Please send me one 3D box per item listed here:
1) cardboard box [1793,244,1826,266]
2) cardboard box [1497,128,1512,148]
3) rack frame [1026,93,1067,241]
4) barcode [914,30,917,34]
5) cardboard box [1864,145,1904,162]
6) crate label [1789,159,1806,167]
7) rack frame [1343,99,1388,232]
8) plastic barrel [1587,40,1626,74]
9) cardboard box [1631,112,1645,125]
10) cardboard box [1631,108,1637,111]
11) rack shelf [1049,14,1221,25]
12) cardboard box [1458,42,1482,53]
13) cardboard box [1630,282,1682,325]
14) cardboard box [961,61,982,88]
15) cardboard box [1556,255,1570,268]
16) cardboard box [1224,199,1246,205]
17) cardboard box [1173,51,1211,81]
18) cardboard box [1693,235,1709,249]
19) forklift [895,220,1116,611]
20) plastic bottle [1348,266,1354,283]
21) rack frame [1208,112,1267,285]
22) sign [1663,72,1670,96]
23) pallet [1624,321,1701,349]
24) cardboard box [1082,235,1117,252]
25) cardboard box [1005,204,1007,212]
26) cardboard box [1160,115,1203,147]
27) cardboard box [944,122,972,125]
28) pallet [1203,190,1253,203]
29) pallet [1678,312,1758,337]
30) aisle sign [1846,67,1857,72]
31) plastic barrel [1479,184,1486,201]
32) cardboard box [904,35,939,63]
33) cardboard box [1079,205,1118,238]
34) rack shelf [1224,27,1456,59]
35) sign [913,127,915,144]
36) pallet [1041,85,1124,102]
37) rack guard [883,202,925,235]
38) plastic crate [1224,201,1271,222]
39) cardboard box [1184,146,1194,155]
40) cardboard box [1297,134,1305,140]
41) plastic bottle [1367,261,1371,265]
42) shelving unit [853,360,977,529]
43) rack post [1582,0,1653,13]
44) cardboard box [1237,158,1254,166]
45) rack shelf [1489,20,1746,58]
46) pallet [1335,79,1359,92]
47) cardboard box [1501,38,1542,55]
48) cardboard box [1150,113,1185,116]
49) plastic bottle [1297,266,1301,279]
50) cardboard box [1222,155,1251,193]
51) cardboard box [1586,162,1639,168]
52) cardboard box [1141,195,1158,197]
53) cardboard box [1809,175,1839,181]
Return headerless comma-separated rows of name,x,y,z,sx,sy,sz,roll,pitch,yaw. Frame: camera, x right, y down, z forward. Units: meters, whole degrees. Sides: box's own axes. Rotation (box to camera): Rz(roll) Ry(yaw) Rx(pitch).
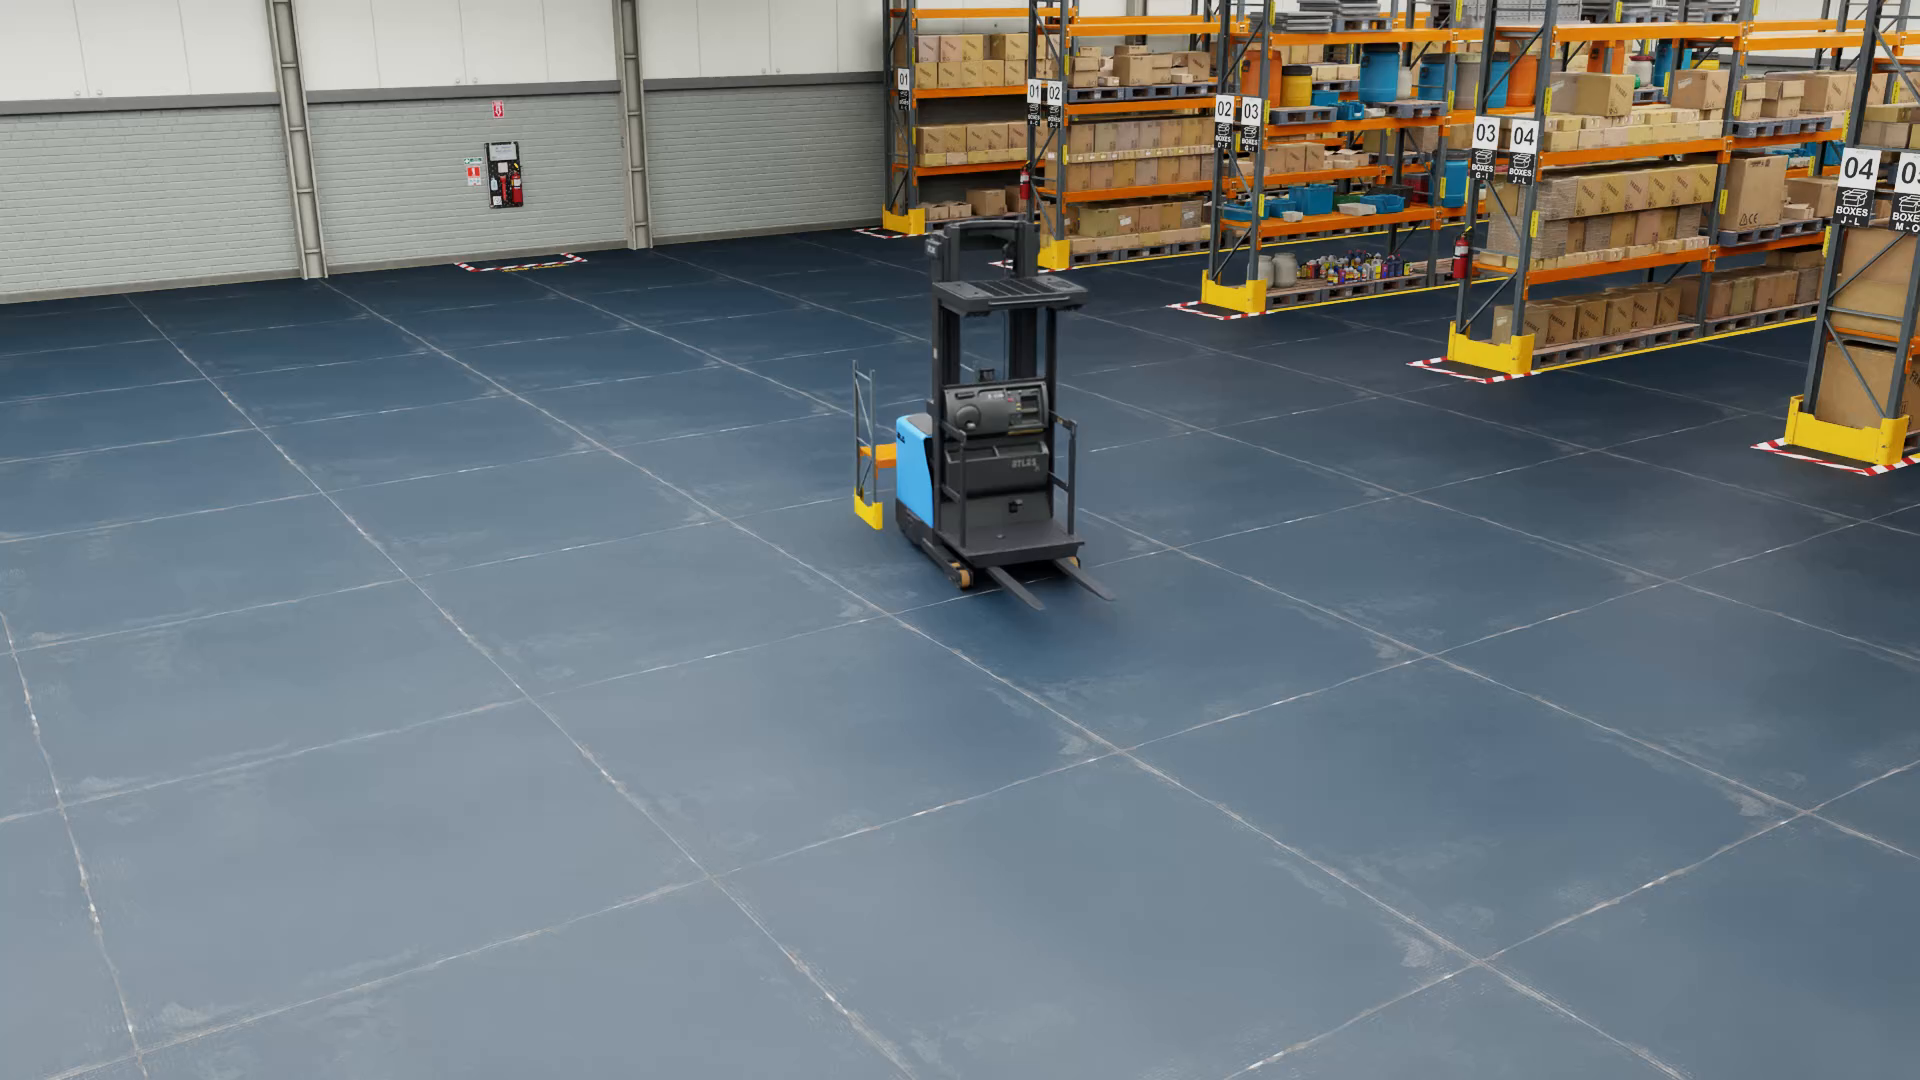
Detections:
cardboard box,13.102,-4.396,25.609,0.500,0.250,0.500,-11,22,-29
cardboard box,7.227,-5.236,21.600,0.500,0.250,0.500,-11,22,-30
rack frame,1.519,-6.384,29.443,0.127,3.000,1.000,-12,22,-31
barcode,-0.891,-10.193,33.374,0.075,0.075,0.001,-12,22,-31
cardboard box,9.699,-4.086,17.545,0.250,0.149,0.380,-12,22,-32
crate label,16.552,-7.485,33.019,0.243,0.136,0.396,-12,22,-31
rack frame,8.200,-7.793,33.612,0.127,3.000,1.000,-12,22,-31
plastic barrel,11.397,-8.390,29.368,0.708,0.830,0.600,-12,22,-31
cardboard box,8.821,-5.585,22.008,0.250,0.149,0.380,-13,23,-33
cardboard box,8.989,-5.816,22.693,0.250,0.149,0.380,-12,22,-32
rack shelf,3.802,-11.077,35.705,4.000,0.370,1.077,-12,22,-31
cardboard box,10.534,-10.019,34.546,0.600,0.600,0.600,-12,22,-32
cardboard box,9.949,-3.393,23.844,0.500,0.500,0.500,-13,22,-33
cardboard box,0.108,-9.355,33.363,0.500,0.500,0.500,-11,21,-29
cardboard box,7.769,-3.680,21.837,0.250,0.149,0.380,-12,22,-31
cardboard box,5.471,-6.492,32.525,0.500,0.311,0.500,-11,22,-30
cardboard box,4.294,-8.804,30.888,0.500,0.500,0.500,-10,21,-27
cardboard box,10.287,-4.202,23.383,0.250,0.149,0.380,-12,22,-31
forklift,0.391,-1.123,13.991,1.130,2.935,3.031,-7,20,-19
plastic bottle,6.295,-4.288,26.818,0.097,0.271,0.097,0,19,0
rack frame,4.240,-5.058,25.523,0.127,3.000,1.000,-12,22,-31
sign,9.996,-6.438,23.499,0.005,0.325,0.100,-12,22,-31
pallet,9.763,-2.989,23.757,1.213,0.211,1.003,-12,22,-31
cardboard box,2.505,-5.404,30.183,0.500,0.250,0.500,-12,22,-31
cardboard box,0.785,-6.994,35.014,0.250,0.149,0.380,-14,23,-36
cardboard box,4.071,-7.581,30.803,0.500,0.500,0.700,-12,22,-32
cardboard box,-0.077,-8.320,34.203,0.500,0.500,0.500,-13,22,-33
pallet,6.172,-7.915,38.327,1.213,0.211,1.003,-12,22,-31
pallet,10.954,-3.254,24.541,1.213,0.211,1.003,-12,22,-31
aisle sign,17.824,-9.042,33.248,0.004,0.787,0.394,-12,22,-31
plastic barrel,8.770,-5.889,28.197,0.301,0.262,0.301,0,19,0
cardboard box,-0.754,-9.662,32.710,0.500,0.500,0.500,-14,23,-35
cardboard box,2.505,-5.759,30.062,0.500,0.500,0.500,-12,22,-31
rack shelf,5.910,-7.722,25.783,4.000,0.370,1.077,-12,22,-31
sign,-0.910,-7.973,32.793,0.005,0.325,0.100,-12,22,-31
pallet,2.123,-7.880,29.325,1.213,0.211,1.003,-12,22,-31
rack guard,-1.145,-6.537,33.801,0.348,0.500,1.175,-12,22,-31
plastic crate,4.493,-5.156,26.044,0.616,0.251,0.499,-12,22,-31
cardboard box,4.106,-7.201,30.693,0.250,0.149,0.380,-12,22,-32
cardboard box,7.819,-9.405,38.741,0.250,0.149,0.380,-12,22,-31
plastic bottle,6.693,-4.426,27.207,0.133,0.283,0.061,-12,22,-31
shelving unit,-0.412,-0.965,15.758,1.083,1.500,0.587,-8,20,-22
rack post,11.504,-9.412,29.152,0.937,0.300,0.954,-12,22,-31
cardboard box,5.493,-7.228,32.152,0.258,0.266,0.396,-13,22,-33
rack shelf,8.634,-6.585,21.801,4.000,0.370,1.077,-12,22,-31
pallet,7.683,-8.981,32.737,1.003,0.211,1.213,-11,21,-29
cardboard box,11.926,-10.535,35.323,0.500,0.500,0.700,-12,22,-31
cardboard box,4.634,-9.182,36.877,0.500,0.500,0.700,-14,23,-36
plastic bottle,5.533,-4.382,27.204,0.097,0.201,0.097,0,19,0
cardboard box,6.159,-8.392,38.085,0.750,0.750,0.750,-12,22,-32
cardboard box,8.954,-4.912,22.909,0.500,0.500,0.500,-12,22,-31
cardboard box,4.006,-7.846,36.985,0.500,0.500,0.700,-12,22,-32
cardboard box,13.216,-5.283,25.376,0.500,0.500,0.500,-15,24,-38
